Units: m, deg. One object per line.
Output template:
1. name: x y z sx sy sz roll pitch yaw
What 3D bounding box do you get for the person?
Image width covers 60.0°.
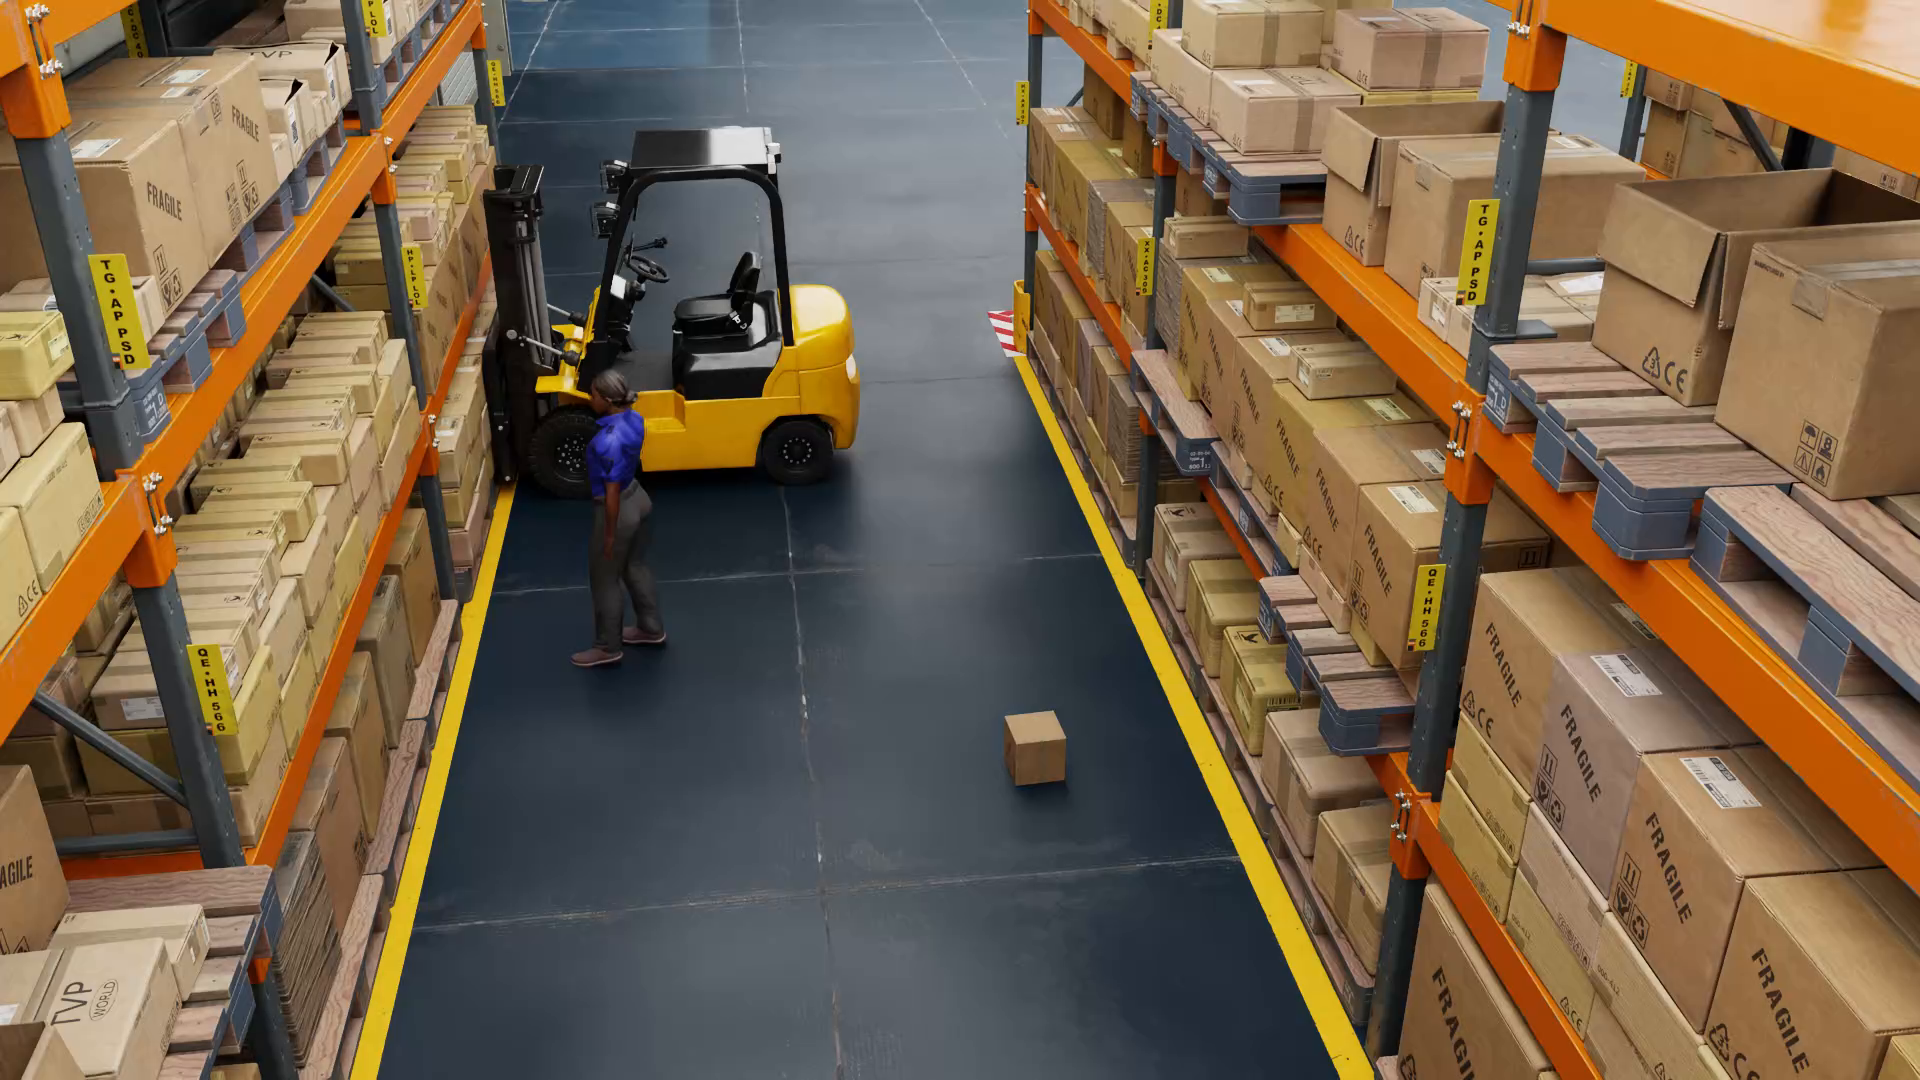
1. person: -1.874 -0.127 8.855 0.462 1.679 0.485 6 28 11
